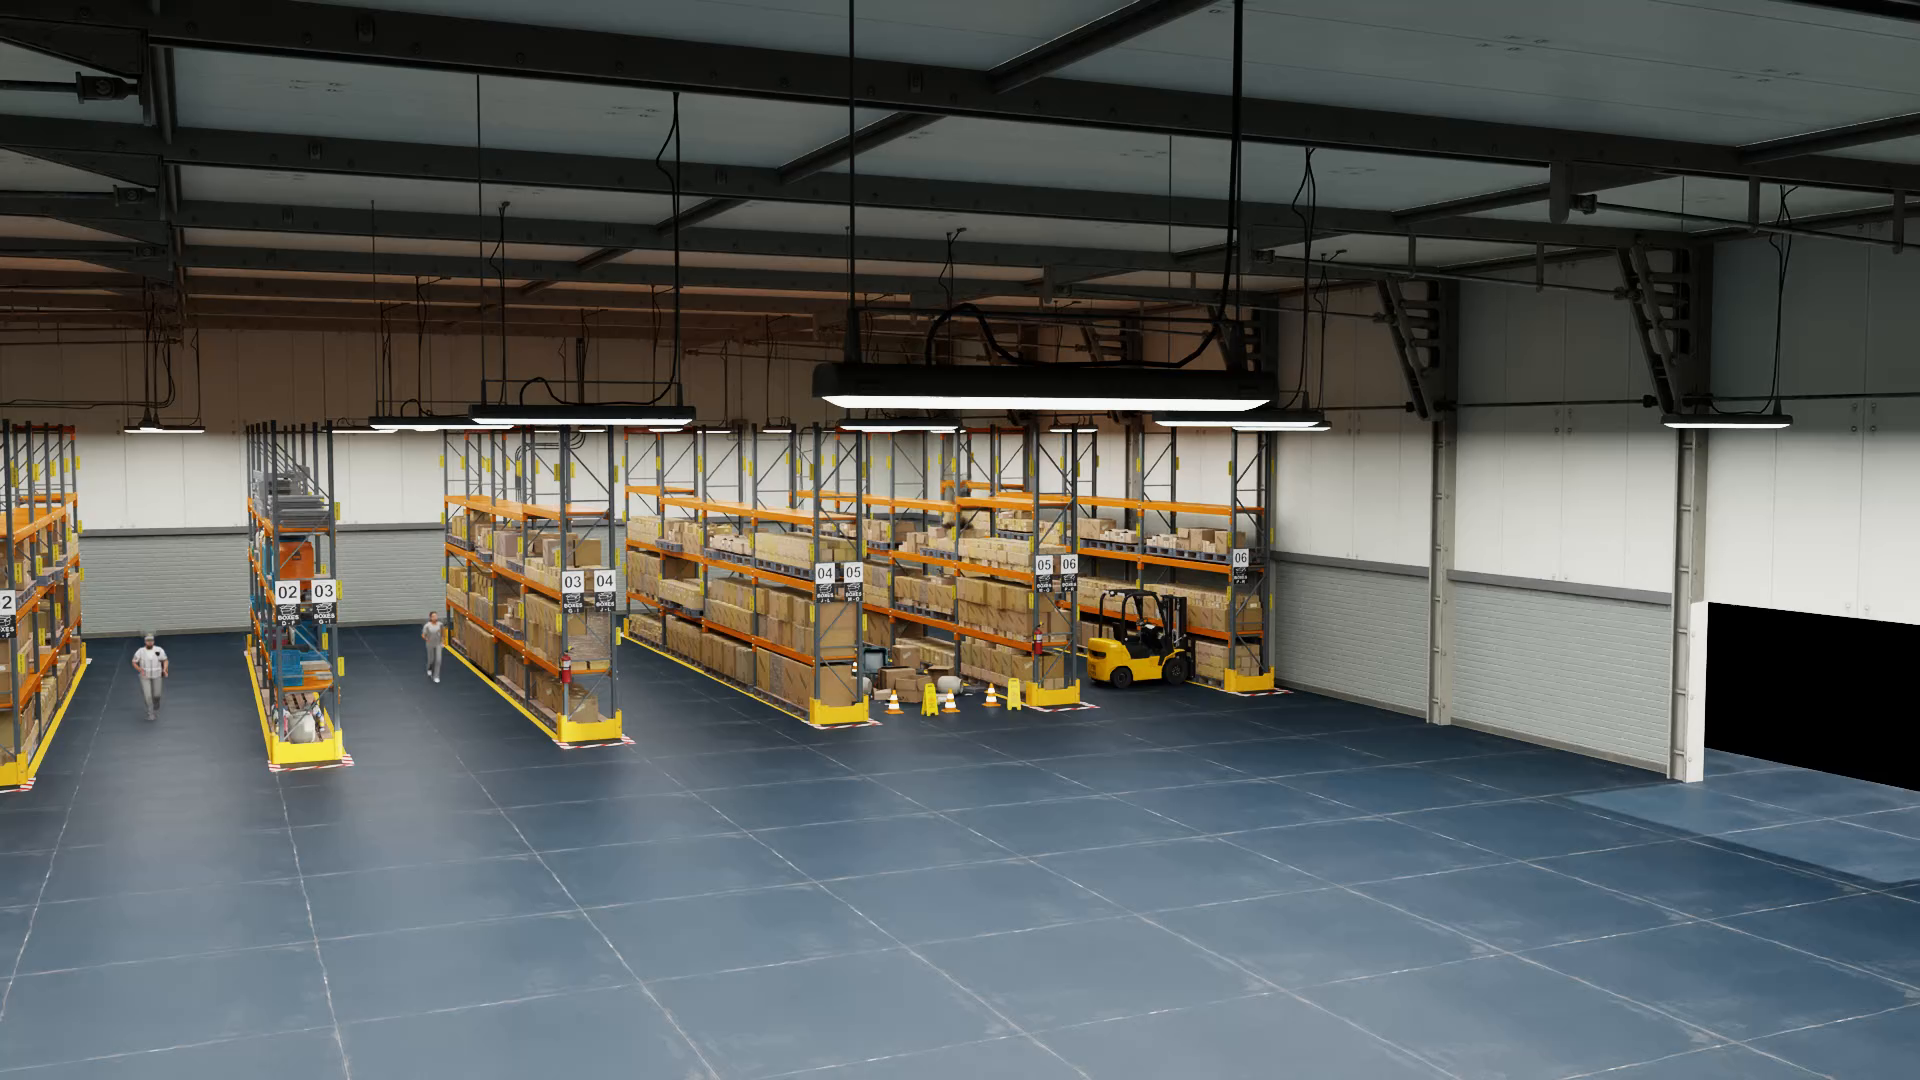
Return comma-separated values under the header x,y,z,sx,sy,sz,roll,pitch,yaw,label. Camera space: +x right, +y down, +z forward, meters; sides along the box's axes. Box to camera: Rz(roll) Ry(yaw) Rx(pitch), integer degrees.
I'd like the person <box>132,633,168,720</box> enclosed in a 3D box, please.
x,y,z,sx,sy,sz,roll,pitch,yaw,label
-16.421,2.755,33.740,0.665,1.746,0.603,-2,4,-30,person

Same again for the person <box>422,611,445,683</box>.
x,y,z,sx,sy,sz,roll,pitch,yaw,label
-12.288,2.473,38.833,0.553,1.647,0.875,-2,4,-27,person

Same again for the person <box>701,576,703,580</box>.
x,y,z,sx,sy,sz,roll,pitch,yaw,label
-7.388,1.905,48.294,0.634,1.689,0.859,-2,4,-35,person
